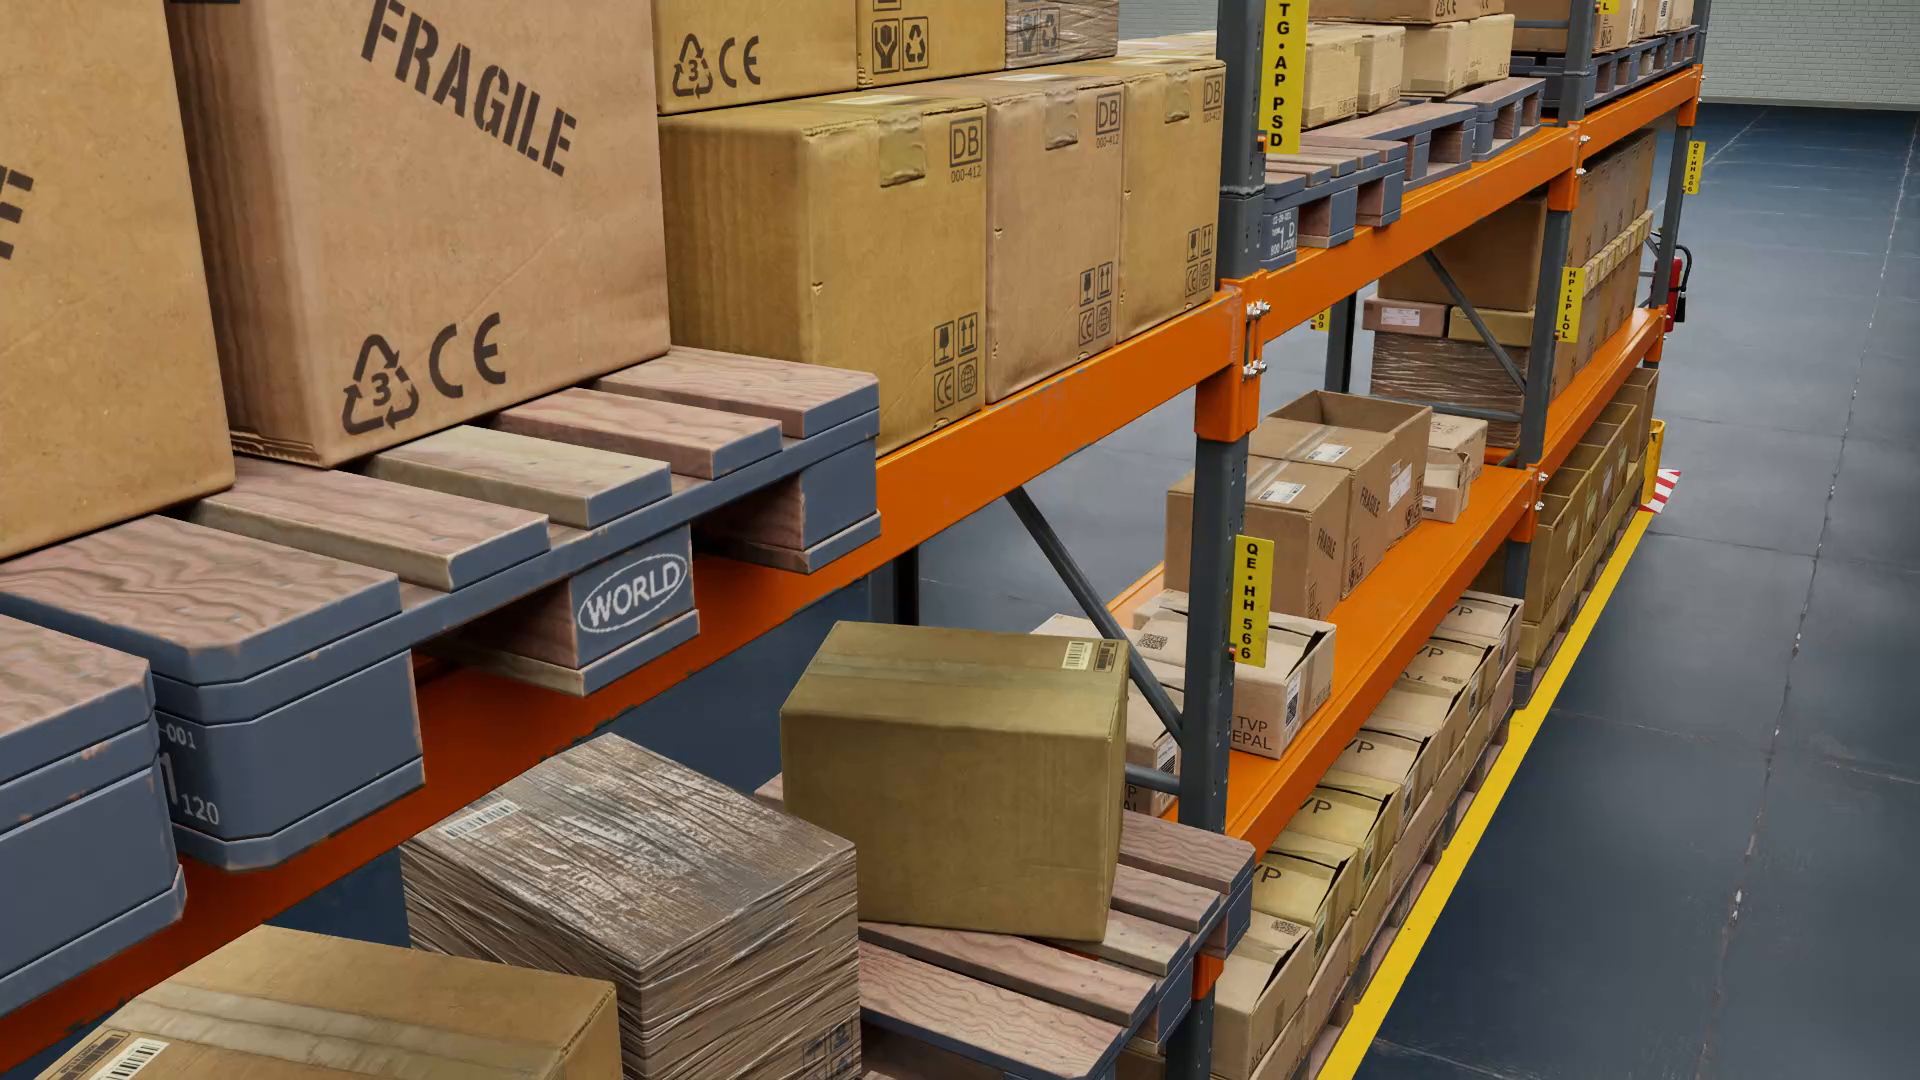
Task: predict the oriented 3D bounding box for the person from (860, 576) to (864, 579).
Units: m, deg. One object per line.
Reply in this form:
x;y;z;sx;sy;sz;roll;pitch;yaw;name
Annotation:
-0.680;-0.101;9.857;0.433;0.729;0.836;10;22;27;person
